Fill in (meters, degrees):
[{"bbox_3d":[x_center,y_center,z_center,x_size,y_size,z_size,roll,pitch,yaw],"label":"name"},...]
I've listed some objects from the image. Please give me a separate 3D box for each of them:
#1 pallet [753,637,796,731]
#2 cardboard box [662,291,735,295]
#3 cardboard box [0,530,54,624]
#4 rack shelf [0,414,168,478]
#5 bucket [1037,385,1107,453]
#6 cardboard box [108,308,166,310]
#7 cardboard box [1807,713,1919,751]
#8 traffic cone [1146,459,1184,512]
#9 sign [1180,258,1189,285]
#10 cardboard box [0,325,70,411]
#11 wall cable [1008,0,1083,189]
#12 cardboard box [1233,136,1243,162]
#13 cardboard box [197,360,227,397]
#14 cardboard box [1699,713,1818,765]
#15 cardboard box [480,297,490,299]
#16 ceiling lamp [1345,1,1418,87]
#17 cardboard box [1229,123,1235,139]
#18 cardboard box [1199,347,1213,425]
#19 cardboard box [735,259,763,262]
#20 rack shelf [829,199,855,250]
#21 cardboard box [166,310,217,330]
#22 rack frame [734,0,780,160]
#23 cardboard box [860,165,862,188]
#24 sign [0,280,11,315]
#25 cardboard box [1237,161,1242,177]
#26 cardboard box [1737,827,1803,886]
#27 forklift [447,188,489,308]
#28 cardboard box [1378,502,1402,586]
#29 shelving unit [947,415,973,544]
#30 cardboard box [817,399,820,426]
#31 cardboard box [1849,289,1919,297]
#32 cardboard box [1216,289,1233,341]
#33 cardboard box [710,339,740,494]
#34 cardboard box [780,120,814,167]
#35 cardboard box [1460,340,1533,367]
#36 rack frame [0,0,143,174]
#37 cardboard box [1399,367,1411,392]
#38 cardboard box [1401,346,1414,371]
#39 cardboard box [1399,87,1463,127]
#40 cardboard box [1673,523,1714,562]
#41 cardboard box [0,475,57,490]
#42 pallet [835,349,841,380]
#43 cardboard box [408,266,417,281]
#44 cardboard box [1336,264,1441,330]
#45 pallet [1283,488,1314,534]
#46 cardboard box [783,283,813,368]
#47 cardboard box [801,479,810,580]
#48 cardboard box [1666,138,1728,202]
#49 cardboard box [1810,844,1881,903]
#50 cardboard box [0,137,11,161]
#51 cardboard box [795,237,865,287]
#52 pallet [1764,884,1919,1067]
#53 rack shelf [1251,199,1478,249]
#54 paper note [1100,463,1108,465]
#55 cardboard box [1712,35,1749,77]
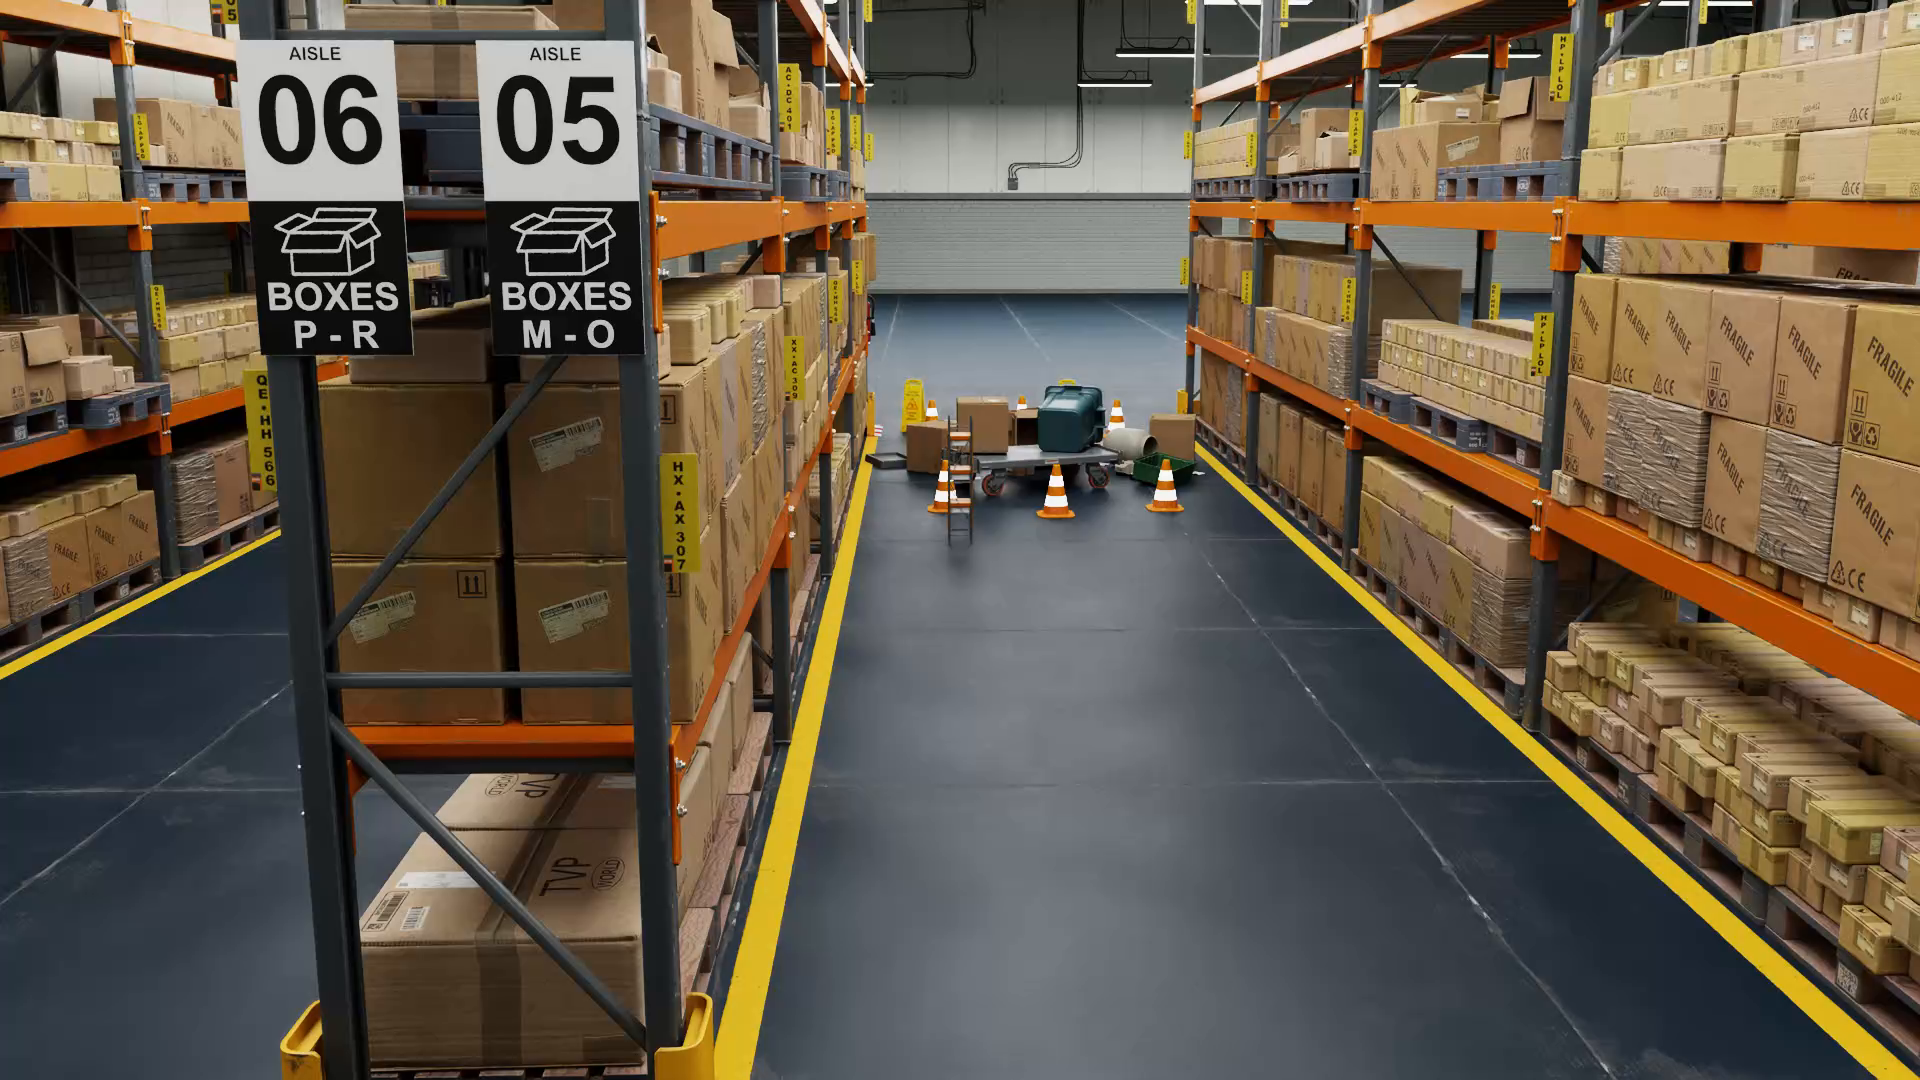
[{"bbox_3d":[-1.484,0.811,9.530,1.003,0.211,1.213,0,11,-1],"label":"pallet"},{"bbox_3d":[-1.084,-0.896,6.535,0.380,0.149,0.250,0,11,-1],"label":"cardboard box"},{"bbox_3d":[-6.171,0.233,10.598,0.500,0.500,0.500,-1,11,-3],"label":"cardboard box"},{"bbox_3d":[-6.396,-0.426,10.425,1.077,0.370,4.000,0,11,-1],"label":"rack shelf"},{"bbox_3d":[1.081,-1.191,16.797,0.726,0.611,0.620,4,22,18],"label":"bucket"},{"bbox_3d":[-6.710,-1.811,13.559,0.380,0.149,0.250,0,11,-1],"label":"cardboard box"},{"bbox_3d":[3.818,0.835,7.014,0.380,0.149,0.250,0,11,-1],"label":"cardboard box"},{"bbox_3d":[1.907,-0.517,15.444,0.336,0.463,0.334,0,11,-1],"label":"traffic cone"},{"bbox_3d":[2.752,-3.290,20.356,0.100,0.325,0.005,0,11,-1],"label":"sign"},{"bbox_3d":[-6.219,-1.109,10.666,0.797,0.503,0.637,-1,11,-2],"label":"cardboard box"},{"bbox_3d":[2.644,-13.822,51.002,2.305,6.003,0.169,0,11,-1],"label":"wall cable"},{"bbox_3d":[3.112,-4.028,17.144,0.500,0.250,0.500,0,11,-1],"label":"cardboard box"},{"bbox_3d":[-6.208,-1.292,13.261,0.500,0.250,0.500,0,11,-2],"label":"cardboard box"},{"bbox_3d":[3.361,0.837,7.006,0.380,0.149,0.250,0,11,-1],"label":"cardboard box"},{"bbox_3d":[-1.585,-0.840,6.259,0.380,0.149,0.250,0,11,1],"label":"cardboard box"},{"bbox_3d":[11.166,-13.700,44.272,2.000,3.185,0.800,0,11,-1],"label":"ceiling lamp"},{"bbox_3d":[3.041,-4.298,17.476,0.380,0.149,0.250,0,11,-1],"label":"cardboard box"},{"bbox_3d":[3.387,-1.858,19.962,0.875,0.875,0.875,0,11,-1],"label":"cardboard box"},{"bbox_3d":[-1.776,-2.401,14.661,0.380,0.149,0.250,0,11,2],"label":"cardboard box"},{"bbox_3d":[-1.516,-2.713,14.150,1.077,0.370,4.000,0,11,-1],"label":"rack shelf"},{"bbox_3d":[-6.205,-1.764,13.326,0.380,0.149,0.250,0,11,-1],"label":"cardboard box"},{"bbox_3d":[-1.392,-3.342,7.902,1.000,3.000,0.127,0,11,-1],"label":"rack frame"},{"bbox_3d":[-1.323,-3.926,17.951,0.500,0.250,0.500,0,11,-1],"label":"cardboard box"},{"bbox_3d":[-6.992,-1.741,12.184,0.100,0.325,0.005,0,11,-1],"label":"sign"},{"bbox_3d":[3.050,-3.807,17.062,0.380,0.149,0.250,0,11,0],"label":"cardboard box"},{"bbox_3d":[3.306,1.237,6.532,0.380,0.149,0.250,-1,11,-4],"label":"cardboard box"},{"bbox_3d":[-3.289,-1.266,12.927,1.130,2.935,3.031,0,11,-2],"label":"forklift"},{"bbox_3d":[3.245,0.023,11.633,0.500,0.500,0.500,0,11,0],"label":"cardboard box"},{"bbox_3d":[0.001,-0.504,13.902,0.215,1.050,0.252,0,11,-1],"label":"shelving unit"},{"bbox_3d":[-1.184,-0.823,10.948,0.500,0.250,0.500,0,11,-2],"label":"cardboard box"},{"bbox_3d":[3.874,-0.728,6.588,0.500,0.500,0.500,-1,11,-3],"label":"cardboard box"},{"bbox_3d":[3.331,-2.502,18.470,0.875,0.550,0.500,0,11,-1],"label":"cardboard box"},{"bbox_3d":[-1.071,-0.448,5.956,0.500,0.500,0.500,0,11,-2],"label":"cardboard box"},{"bbox_3d":[-1.080,-2.377,9.969,0.396,0.266,0.258,1,11,4],"label":"cardboard box"},{"bbox_3d":[3.325,-1.155,10.288,0.380,0.149,0.250,-1,11,-4],"label":"cardboard box"},{"bbox_3d":[-6.437,-4.116,11.717,1.000,3.000,0.127,0,11,-1],"label":"rack frame"},{"bbox_3d":[3.291,-1.124,11.630,0.380,0.149,0.250,0,11,2],"label":"cardboard box"},{"bbox_3d":[3.298,-1.263,11.566,0.380,0.149,0.250,-1,11,-3],"label":"cardboard box"},{"bbox_3d":[3.215,-2.948,11.325,0.396,0.266,0.258,0,11,-1],"label":"cardboard box"},{"bbox_3d":[3.309,0.000,7.149,0.380,0.149,0.250,0,11,1],"label":"cardboard box"},{"bbox_3d":[-6.738,-0.370,11.938,0.380,0.149,0.250,0,11,2],"label":"cardboard box"},{"bbox_3d":[-1.557,-1.497,14.375,1.003,0.211,1.213,0,11,-1],"label":"pallet"},{"bbox_3d":[-6.258,-2.956,18.453,0.380,0.149,0.250,0,11,0],"label":"cardboard box"},{"bbox_3d":[3.461,-1.967,13.443,0.700,0.500,0.500,0,11,-2],"label":"cardboard box"},{"bbox_3d":[3.509,-0.270,14.860,1.003,0.211,1.213,0,11,-1],"label":"pallet"},{"bbox_3d":[-1.177,-1.333,10.322,0.500,0.500,0.500,0,11,-2],"label":"cardboard box"},{"bbox_3d":[-1.544,-0.224,11.908,0.875,0.875,0.875,0,11,-2],"label":"cardboard box"},{"bbox_3d":[3.311,-1.543,6.954,0.500,0.250,0.500,0,11,1],"label":"cardboard box"},{"bbox_3d":[3.329,1.191,6.011,0.380,0.149,0.250,-1,11,-3],"label":"cardboard box"},{"bbox_3d":[-6.189,-2.443,10.386,0.380,0.149,0.250,0,11,1],"label":"cardboard box"},{"bbox_3d":[-1.339,-2.867,17.134,0.700,0.500,0.500,0,11,-1],"label":"cardboard box"},{"bbox_3d":[3.654,1.542,5.927,1.003,0.211,1.213,0,11,-1],"label":"pallet"},{"bbox_3d":[3.431,-2.753,14.350,1.077,0.370,4.000,0,11,-1],"label":"rack shelf"},{"bbox_3d":[1.532,-0.837,18.126,0.172,0.023,0.155,4,12,18],"label":"paper note"},{"bbox_3d":[3.298,-1.959,6.746,0.380,0.149,0.250,0,11,2],"label":"cardboard box"}]
